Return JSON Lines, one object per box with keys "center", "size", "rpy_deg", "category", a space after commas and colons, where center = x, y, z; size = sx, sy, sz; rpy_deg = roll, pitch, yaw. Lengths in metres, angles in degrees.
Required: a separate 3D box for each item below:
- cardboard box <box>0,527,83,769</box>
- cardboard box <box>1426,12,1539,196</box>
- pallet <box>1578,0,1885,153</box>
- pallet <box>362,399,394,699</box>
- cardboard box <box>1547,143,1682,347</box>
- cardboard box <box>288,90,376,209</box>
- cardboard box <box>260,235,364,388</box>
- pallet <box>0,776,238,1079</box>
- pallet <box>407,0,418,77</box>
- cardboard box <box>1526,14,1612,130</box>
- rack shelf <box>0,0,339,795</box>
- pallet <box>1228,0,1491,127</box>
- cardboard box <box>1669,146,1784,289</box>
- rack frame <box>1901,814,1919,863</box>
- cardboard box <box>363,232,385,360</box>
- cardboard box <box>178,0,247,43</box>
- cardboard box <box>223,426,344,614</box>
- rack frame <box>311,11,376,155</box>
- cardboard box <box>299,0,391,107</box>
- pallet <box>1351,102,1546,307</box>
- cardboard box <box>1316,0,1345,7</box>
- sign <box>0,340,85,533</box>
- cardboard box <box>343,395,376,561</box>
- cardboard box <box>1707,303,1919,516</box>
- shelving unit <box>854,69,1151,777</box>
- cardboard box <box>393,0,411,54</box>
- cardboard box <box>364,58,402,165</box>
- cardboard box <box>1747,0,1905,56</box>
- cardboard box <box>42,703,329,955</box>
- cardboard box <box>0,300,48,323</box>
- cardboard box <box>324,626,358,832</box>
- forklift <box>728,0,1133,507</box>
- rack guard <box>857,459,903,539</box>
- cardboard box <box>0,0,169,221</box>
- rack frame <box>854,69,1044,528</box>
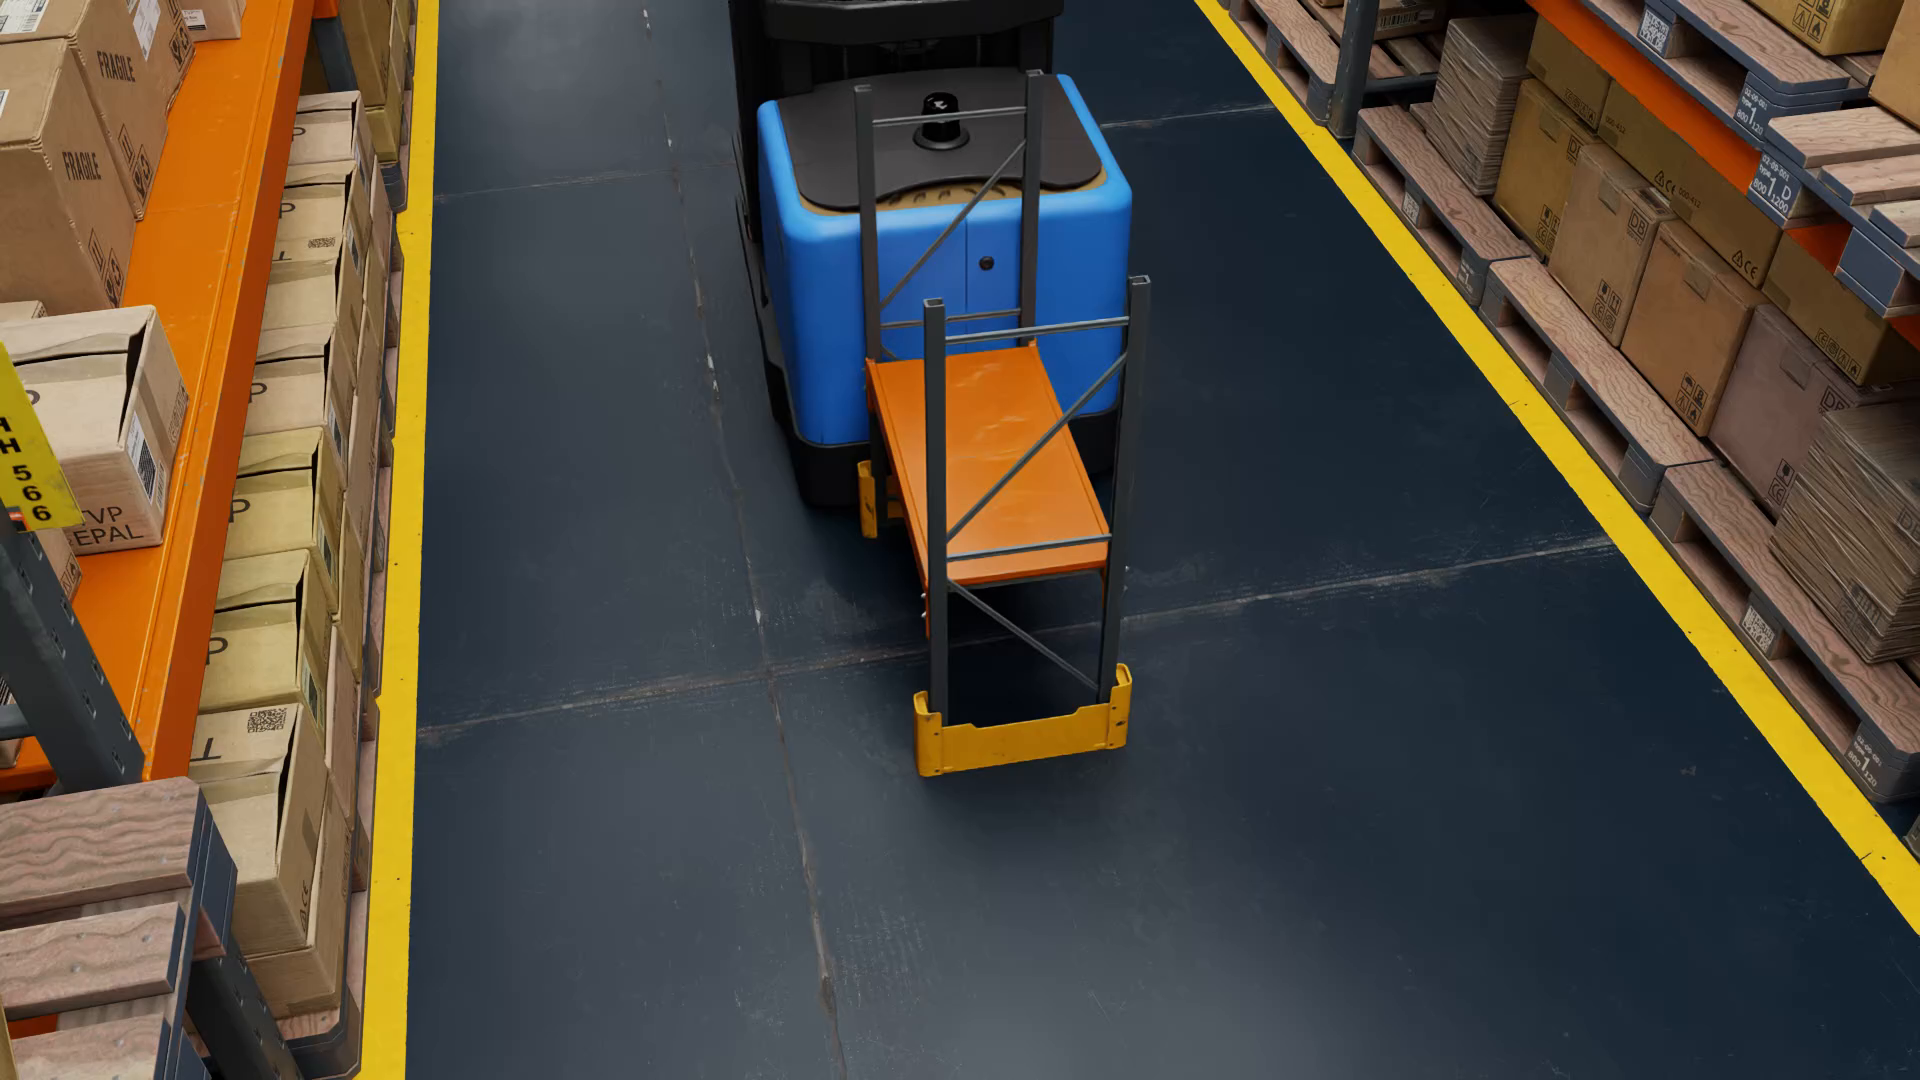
{"center": [-1.901, 0.139, 2.901], "size": [0.500, 0.311, 0.500], "rpy_deg": [-6, 42, -7], "category": "cardboard box"}
{"center": [2.282, -1.712, 6.471], "size": [0.700, 0.500, 0.500], "rpy_deg": [-7, 42, -8], "category": "cardboard box"}
{"center": [2.503, -1.570, 4.904], "size": [1.003, 0.211, 1.213], "rpy_deg": [-8, 42, -9], "category": "pallet"}
{"center": [-2.265, 0.062, 5.021], "size": [1.003, 0.211, 1.213], "rpy_deg": [-8, 42, -9], "category": "pallet"}
{"center": [2.514, -1.048, 5.723], "size": [0.700, 0.500, 0.500], "rpy_deg": [-8, 42, -9], "category": "cardboard box"}
{"center": [-2.362, -1.362, 5.858], "size": [0.500, 0.311, 0.500], "rpy_deg": [-8, 42, -9], "category": "cardboard box"}
{"center": [-2.138, -0.702, 5.114], "size": [0.500, 0.311, 0.500], "rpy_deg": [-8, 42, -9], "category": "cardboard box"}
{"center": [-1.651, 0.849, 2.179], "size": [1.213, 0.211, 1.003], "rpy_deg": [-8, 42, -9], "category": "pallet"}
{"center": [-3.126, -2.516, 7.926], "size": [1.003, 0.211, 1.213], "rpy_deg": [-8, 42, -9], "category": "pallet"}
{"center": [2.381, -1.708, 5.901], "size": [0.500, 0.250, 0.500], "rpy_deg": [-9, 42, -10], "category": "cardboard box"}
{"center": [-2.297, -0.680, 4.298], "size": [1.077, 0.370, 4.000], "rpy_deg": [-8, 42, -9], "category": "rack shelf"}
{"center": [1.928, -2.345, 7.733], "size": [1.003, 0.211, 1.213], "rpy_deg": [-8, 42, -9], "category": "pallet"}
{"center": [2.587, -1.045, 5.155], "size": [0.500, 0.250, 0.500], "rpy_deg": [-9, 42, -9], "category": "cardboard box"}
{"center": [2.971, -0.365, 3.401], "size": [1.000, 3.000, 0.127], "rpy_deg": [-8, 42, -9], "category": "rack frame"}
{"center": [-2.249, -0.819, 5.668], "size": [0.500, 0.250, 0.500], "rpy_deg": [-9, 42, -10], "category": "cardboard box"}
{"center": [-2.360, -1.651, 4.952], "size": [0.396, 0.266, 0.258], "rpy_deg": [-9, 42, -10], "category": "cardboard box"}
{"center": [-1.921, -0.043, 4.371], "size": [0.500, 0.311, 0.500], "rpy_deg": [-9, 42, -10], "category": "cardboard box"}
{"center": [-2.729, -2.245, 5.520], "size": [1.000, 3.000, 0.127], "rpy_deg": [-8, 42, -9], "category": "rack frame"}
{"center": [-2.523, -2.000, 6.433], "size": [0.500, 0.500, 0.500], "rpy_deg": [-8, 42, -9], "category": "cardboard box"}
{"center": [2.277, -1.410, 6.680], "size": [1.003, 0.211, 1.213], "rpy_deg": [-8, 42, -9], "category": "pallet"}
{"center": [1.844, -2.854, 7.757], "size": [0.500, 0.500, 0.500], "rpy_deg": [-11, 43, -12], "category": "cardboard box"}
{"center": [-1.338, -0.140, 2.335], "size": [0.100, 0.325, 0.005], "rpy_deg": [-8, 42, -9], "category": "sign"}
{"center": [-2.030, -0.157, 4.922], "size": [0.500, 0.250, 0.500], "rpy_deg": [-8, 42, -8], "category": "cardboard box"}
{"center": [2.767, -0.404, 4.997], "size": [0.700, 0.500, 0.500], "rpy_deg": [-8, 42, -9], "category": "cardboard box"}
{"center": [0.072, -0.303, 4.461], "size": [0.587, 1.500, 1.083], "rpy_deg": [-7, 42, -8], "category": "shelving unit"}
{"center": [-2.739, -2.368, 7.413], "size": [0.500, 0.250, 0.500], "rpy_deg": [-8, 42, -9], "category": "cardboard box"}
{"center": [-2.533, -1.718, 6.681], "size": [0.500, 0.250, 0.500], "rpy_deg": [-8, 42, -9], "category": "cardboard box"}
{"center": [2.569, -1.674, 4.470], "size": [0.700, 0.500, 0.500], "rpy_deg": [-8, 42, -9], "category": "cardboard box"}
{"center": [-1.692, 0.628, 3.616], "size": [0.500, 0.311, 0.500], "rpy_deg": [-7, 42, -8], "category": "cardboard box"}
{"center": [-2.196, -0.377, 3.604], "size": [0.380, 0.149, 0.250], "rpy_deg": [-5, 42, -6], "category": "cardboard box"}
{"center": [-1.801, 0.512, 4.169], "size": [0.500, 0.250, 0.500], "rpy_deg": [-9, 42, -10], "category": "cardboard box"}
{"center": [-0.272, -2.189, 5.508], "size": [1.130, 2.935, 3.031], "rpy_deg": [-7, 42, -8], "category": "forklift"}
{"center": [-0.024, -0.160, 5.242], "size": [0.587, 0.250, 0.087], "rpy_deg": [-7, 42, -8], "category": "rack guard"}
{"center": [-2.357, -1.116, 4.173], "size": [0.500, 0.500, 0.500], "rpy_deg": [-8, 42, -9], "category": "cardboard box"}
{"center": [-0.028, -0.640, 4.841], "size": [0.500, 1.500, 0.032], "rpy_deg": [-7, 42, -8], "category": "rack frame"}
